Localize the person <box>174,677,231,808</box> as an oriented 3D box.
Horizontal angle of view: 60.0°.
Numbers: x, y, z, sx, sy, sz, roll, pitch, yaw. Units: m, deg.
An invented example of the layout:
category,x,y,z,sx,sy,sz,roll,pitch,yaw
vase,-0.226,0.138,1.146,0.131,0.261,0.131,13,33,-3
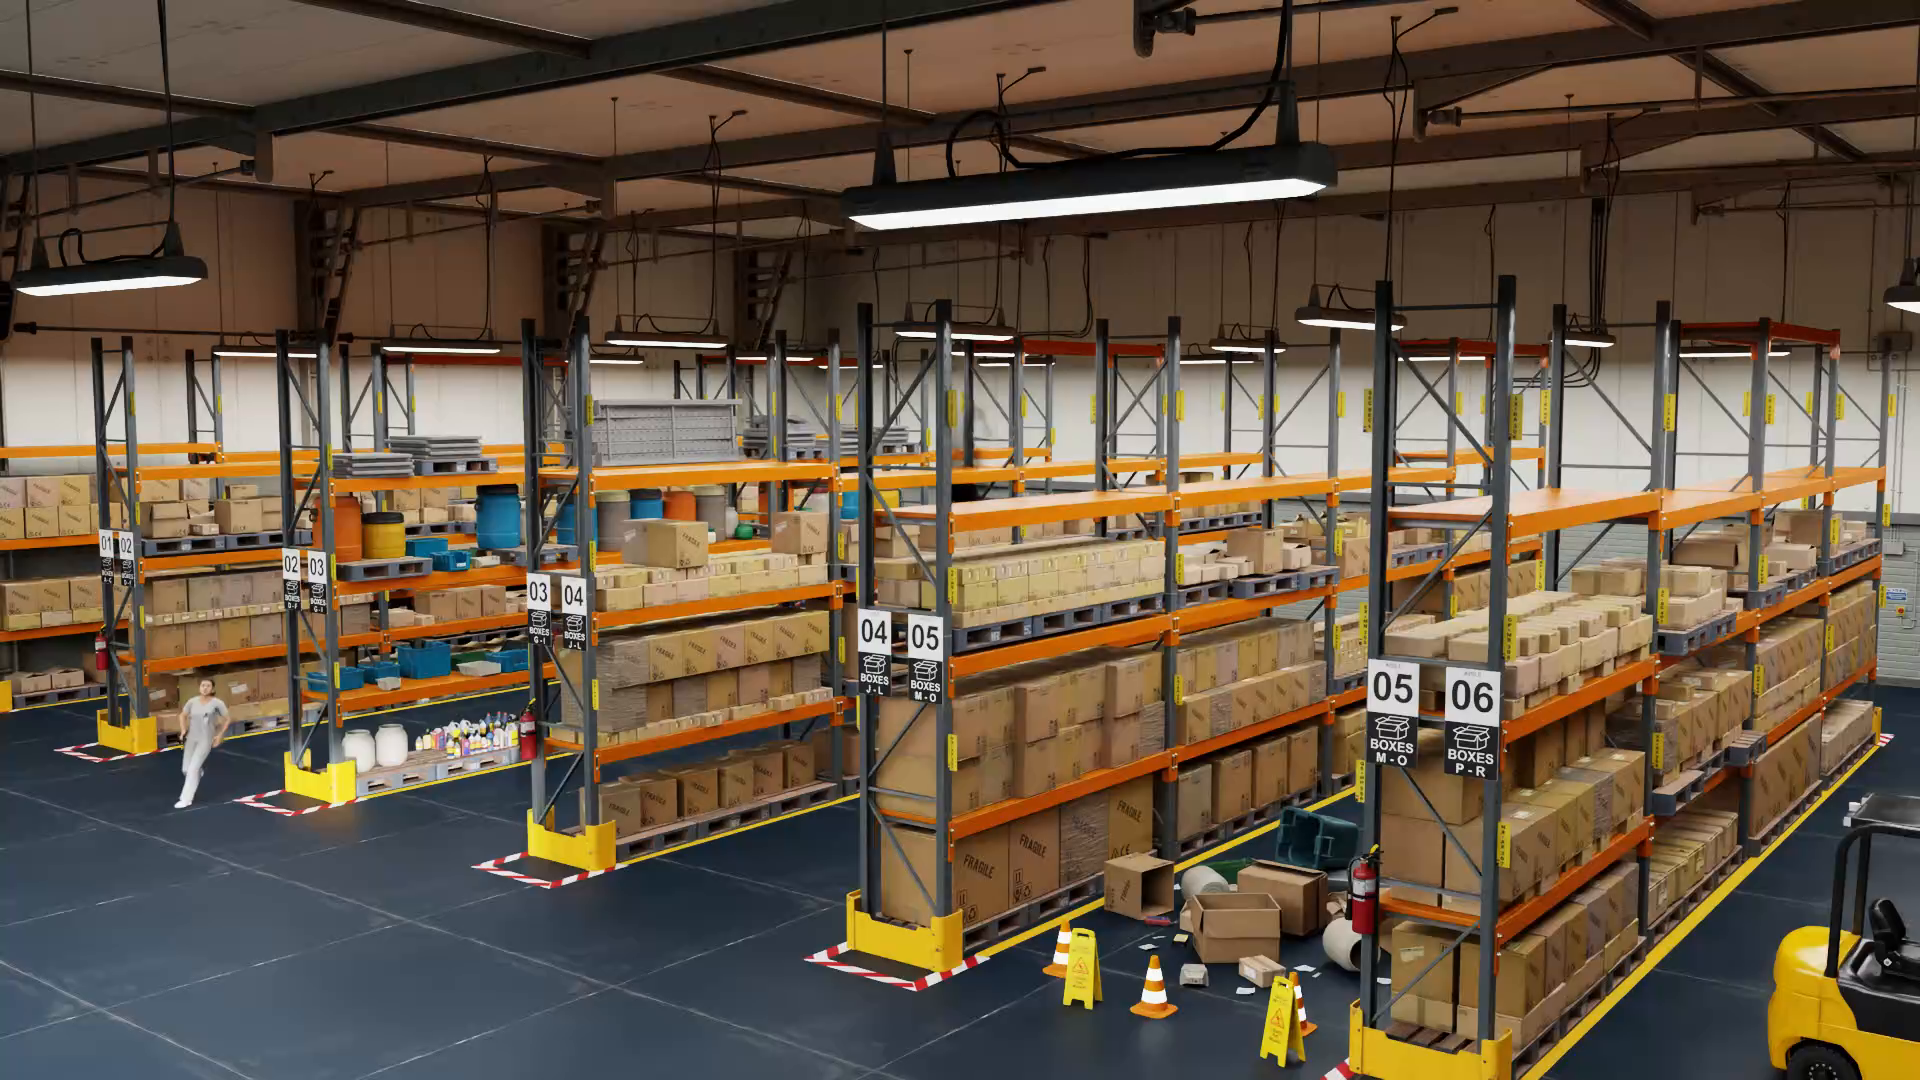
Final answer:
category,x,y,z,sx,sy,sz,roll,pitch,yaw
person,-9.565,2.540,21.045,0.613,1.584,0.728,0,5,-5
